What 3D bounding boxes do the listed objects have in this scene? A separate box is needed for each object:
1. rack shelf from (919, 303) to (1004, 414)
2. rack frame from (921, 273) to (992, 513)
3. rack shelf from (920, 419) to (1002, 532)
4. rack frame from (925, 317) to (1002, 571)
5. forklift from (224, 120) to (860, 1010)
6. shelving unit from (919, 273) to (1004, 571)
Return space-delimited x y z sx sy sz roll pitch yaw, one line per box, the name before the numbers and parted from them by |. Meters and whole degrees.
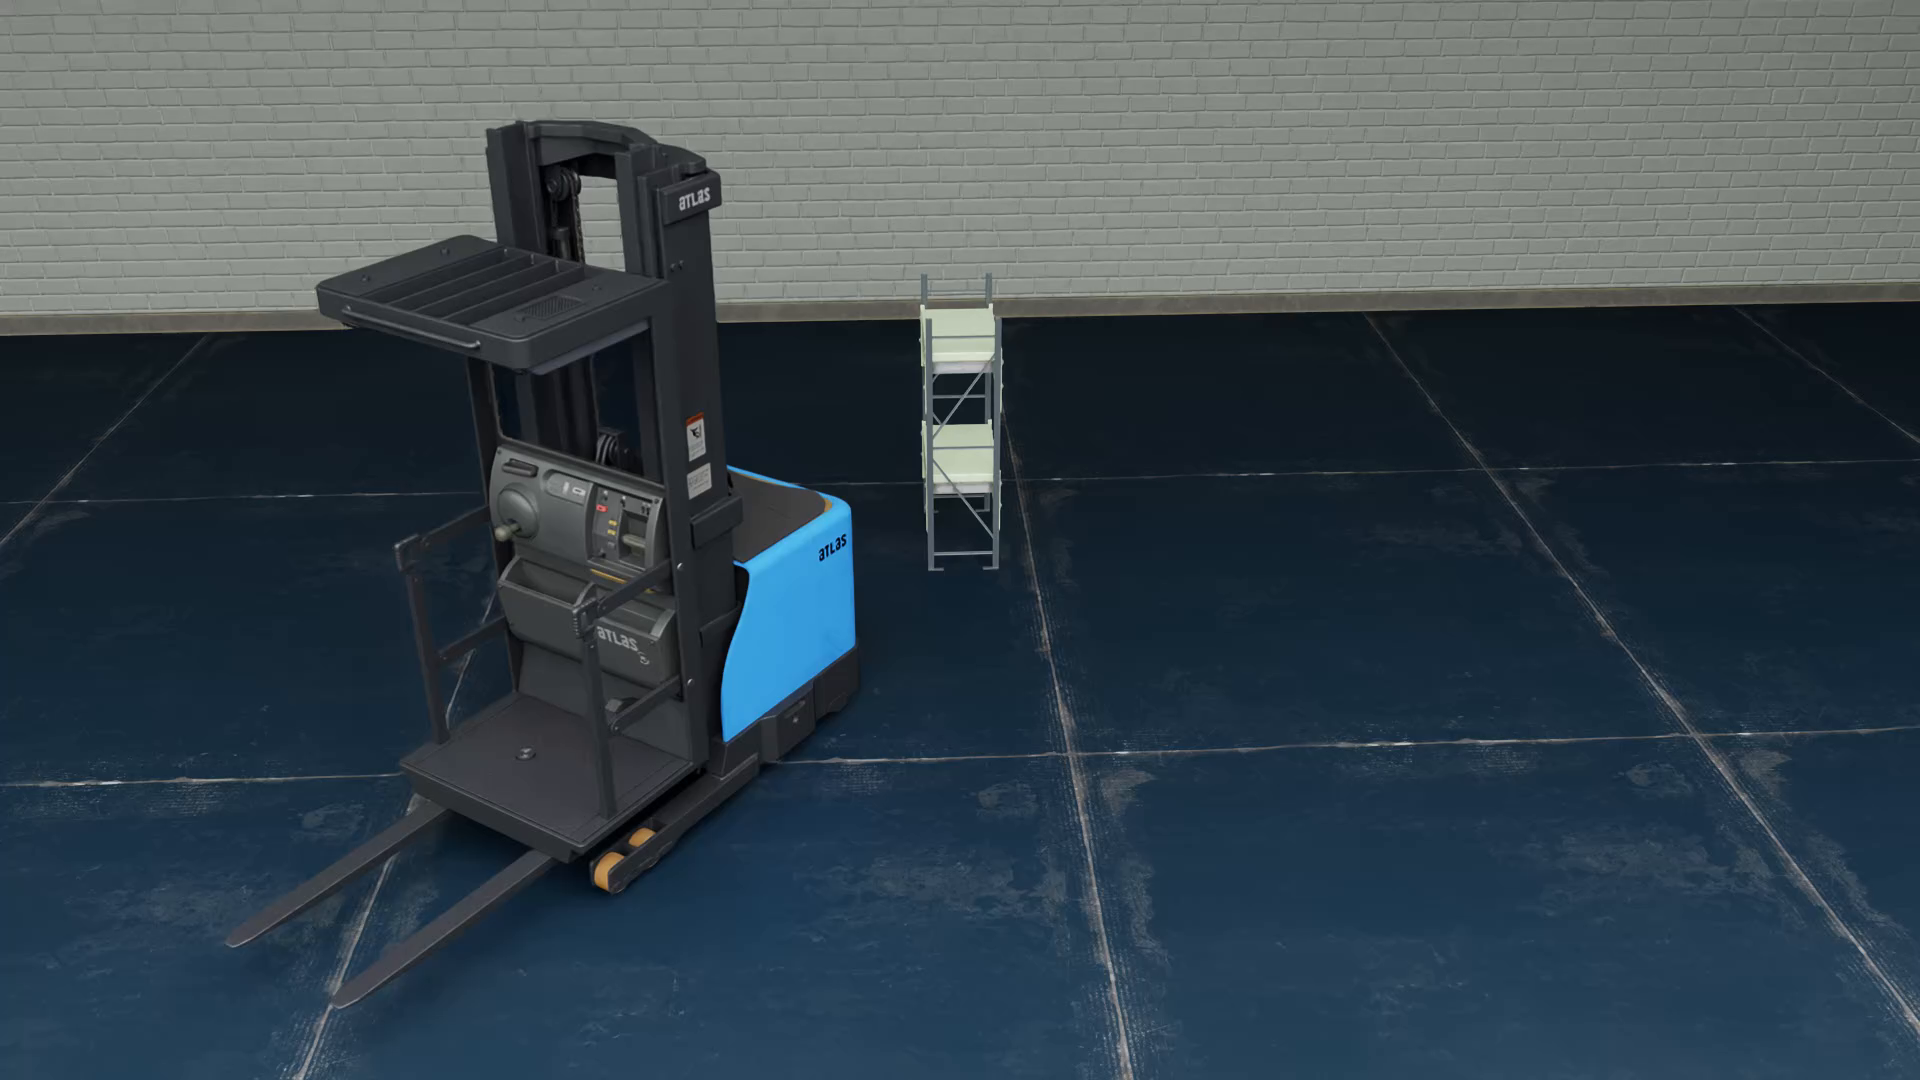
rack shelf | 0.000 -1.014 9.229 0.431 0.370 0.720 -1 28 -3
rack frame | -0.019 -0.837 9.733 0.400 1.500 0.023 -1 28 -3
rack shelf | 0.000 -0.379 9.560 0.431 0.370 0.720 -1 28 -3
rack frame | 0.019 -0.499 9.085 0.400 1.500 0.023 -1 28 -3
forklift | -1.710 -0.078 6.729 1.130 2.935 3.031 16 32 28
shelving unit | 0.000 -0.668 9.409 0.431 1.500 0.755 -1 28 -3
